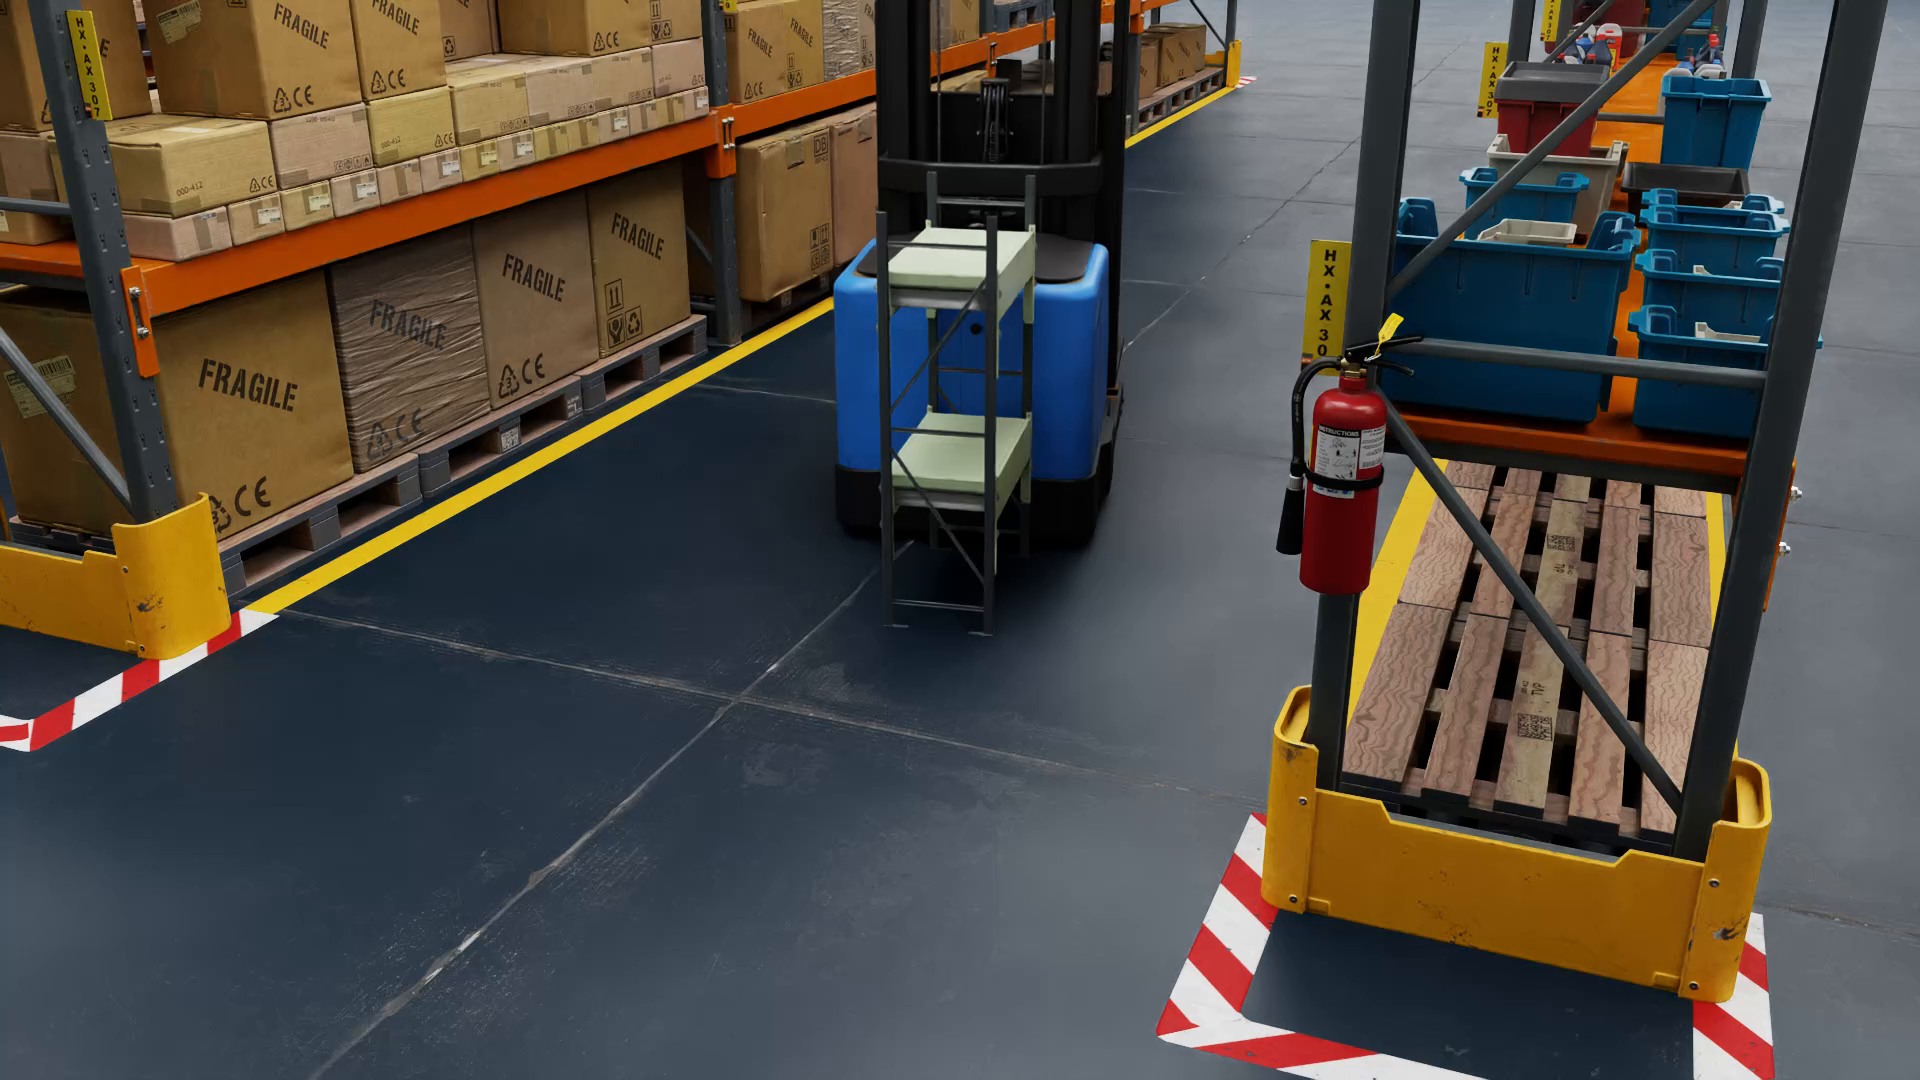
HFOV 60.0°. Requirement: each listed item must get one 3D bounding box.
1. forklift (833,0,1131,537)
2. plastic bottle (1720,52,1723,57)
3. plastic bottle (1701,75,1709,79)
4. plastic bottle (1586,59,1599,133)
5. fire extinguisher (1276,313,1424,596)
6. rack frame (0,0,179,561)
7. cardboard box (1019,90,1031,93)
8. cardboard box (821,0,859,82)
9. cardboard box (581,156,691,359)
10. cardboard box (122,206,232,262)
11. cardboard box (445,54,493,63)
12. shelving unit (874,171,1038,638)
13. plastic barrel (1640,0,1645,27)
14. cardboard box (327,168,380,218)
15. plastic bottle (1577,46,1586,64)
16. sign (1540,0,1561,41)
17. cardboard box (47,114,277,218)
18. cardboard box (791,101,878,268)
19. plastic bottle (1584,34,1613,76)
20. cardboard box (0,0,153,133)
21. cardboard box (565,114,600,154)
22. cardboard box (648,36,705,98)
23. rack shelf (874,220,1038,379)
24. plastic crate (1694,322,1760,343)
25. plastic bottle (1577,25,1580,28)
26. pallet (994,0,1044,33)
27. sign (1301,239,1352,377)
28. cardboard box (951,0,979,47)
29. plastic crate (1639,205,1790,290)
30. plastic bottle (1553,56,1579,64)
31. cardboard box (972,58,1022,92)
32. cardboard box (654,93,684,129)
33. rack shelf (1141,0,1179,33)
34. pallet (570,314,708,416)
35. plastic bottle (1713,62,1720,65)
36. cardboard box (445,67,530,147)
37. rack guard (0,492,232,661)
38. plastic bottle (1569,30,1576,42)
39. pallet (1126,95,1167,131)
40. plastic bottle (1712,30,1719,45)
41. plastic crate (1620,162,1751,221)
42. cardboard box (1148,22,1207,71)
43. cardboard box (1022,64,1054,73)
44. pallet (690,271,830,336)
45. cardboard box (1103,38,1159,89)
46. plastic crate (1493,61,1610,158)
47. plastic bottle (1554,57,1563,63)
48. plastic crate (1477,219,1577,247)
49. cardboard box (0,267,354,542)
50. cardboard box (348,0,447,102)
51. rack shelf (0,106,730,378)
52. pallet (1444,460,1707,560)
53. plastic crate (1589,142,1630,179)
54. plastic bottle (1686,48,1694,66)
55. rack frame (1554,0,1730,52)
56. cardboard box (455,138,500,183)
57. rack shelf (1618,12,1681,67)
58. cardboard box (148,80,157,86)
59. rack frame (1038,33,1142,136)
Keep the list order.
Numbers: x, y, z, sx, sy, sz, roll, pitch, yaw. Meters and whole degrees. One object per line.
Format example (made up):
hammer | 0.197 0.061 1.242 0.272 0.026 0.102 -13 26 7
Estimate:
forklift | 0.214 -1.896 7.487 1.130 2.935 3.031 3 23 7
plastic bottle | 4.067 -2.484 8.956 0.061 0.283 0.133 9 24 20
plastic bottle | 3.325 -1.906 7.486 0.144 0.351 0.185 9 24 20
plastic bottle | 3.050 -2.167 8.111 0.144 0.351 0.185 9 24 20
fire extinguisher | 0.914 -0.207 3.937 0.296 0.674 0.183 9 24 20
rack frame | -3.206 -1.113 5.522 1.000 3.000 0.127 9 24 20
cardboard box | 0.190 -3.468 13.833 0.700 0.500 0.500 7 24 16
cardboard box | -0.945 -3.078 10.097 0.500 0.500 0.500 8 24 19
cardboard box | -2.040 -1.533 8.739 0.875 0.875 0.875 9 24 20
cardboard box | -2.768 -1.076 5.761 0.380 0.149 0.250 9 24 21
cardboard box | -2.515 -2.118 7.737 0.500 0.250 0.500 9 24 21
shelving unit | 0.000 -0.501 6.004 0.431 1.500 0.755 5 23 11
plastic barrel | 4.548 -3.717 11.611 0.421 0.512 0.421 0 23 0
cardboard box | -2.483 -1.354 6.425 0.380 0.149 0.250 8 24 19
plastic bottle | 3.388 -2.604 9.254 0.152 0.276 0.135 9 24 20
sign | 3.851 -3.418 10.829 0.100 0.325 0.005 9 24 20
cardboard box | -2.777 -1.314 5.812 0.500 0.250 0.500 8 24 19
cardboard box | -1.170 -2.309 10.598 1.225 0.875 0.875 8 24 18
plastic bottle | 3.516 -2.608 9.167 0.144 0.351 0.185 9 24 20
cardboard box | -3.269 -1.739 5.856 0.500 0.500 0.500 9 24 21
cardboard box | -1.911 -1.904 7.742 0.380 0.149 0.250 9 24 21
cardboard box | -1.641 -2.416 8.452 0.500 0.250 0.500 8 24 19
rack shelf | 0.000 -0.861 5.854 0.431 0.370 0.720 5 23 11
plastic crate | 1.986 -0.454 4.208 0.250 0.136 0.298 9 24 20
plastic bottle | 3.835 -3.061 10.353 0.097 0.271 0.097 0 23 0
pallet | -0.069 -4.157 13.060 1.213 0.211 1.003 9 24 20
sign | 0.876 -0.552 3.967 0.100 0.325 0.005 9 24 20
cardboard box | -0.188 -3.809 11.849 0.500 0.500 0.500 10 25 22
plastic crate | 2.279 -0.866 5.072 0.416 0.233 0.300 9 24 20
plastic bottle | 3.184 -2.407 8.782 0.152 0.276 0.135 9 24 20
cardboard box | 0.174 -3.806 13.670 0.500 0.250 0.500 12 25 26
cardboard box | -1.625 -2.180 8.402 0.380 0.149 0.250 9 24 21
rack shelf | 1.994 -5.791 17.654 1.077 0.370 4.000 9 24 20
pallet | -2.076 -0.996 8.861 1.003 0.211 1.213 9 24 20
plastic bottle | 3.902 -2.339 8.624 0.097 0.271 0.097 0 23 0
cardboard box | -2.211 -1.867 7.138 0.500 0.250 0.500 8 24 19
rack guard | -3.215 0.049 5.983 1.175 0.500 0.348 9 24 20
plastic bottle | 3.639 -2.897 9.945 0.061 0.283 0.133 9 24 20
pallet | 1.468 -4.365 16.927 1.003 0.211 1.213 9 24 20
plastic bottle | 4.524 -2.924 10.010 0.061 0.283 0.133 9 24 20
plastic crate | 2.712 -1.297 6.241 0.437 0.125 0.590 9 24 20
cardboard box | 2.489 -5.658 19.101 0.500 0.500 0.500 14 26 30
cardboard box | 0.808 -4.072 15.279 0.700 0.500 0.500 9 24 20
pallet | -1.504 -1.544 10.173 1.003 0.211 1.213 9 24 20
cardboard box | 1.800 -5.024 17.584 0.500 0.500 0.500 7 24 15
plastic crate | 2.314 -1.608 6.548 0.402 0.464 0.583 9 24 20
plastic bottle | 2.916 -2.188 8.160 0.144 0.351 0.185 9 24 20
plastic crate | 1.822 -0.941 5.374 0.298 0.136 0.250 9 24 20
cardboard box | -3.043 -0.566 6.426 0.875 0.875 0.875 9 24 20
cardboard box | -2.405 -2.025 6.542 0.500 0.500 0.500 8 24 19
rack shelf | -2.463 -1.496 7.374 1.077 0.370 4.000 9 24 20
pallet | 2.641 -0.279 7.145 1.003 0.211 1.213 9 24 20
plastic crate | 2.573 -1.595 6.941 0.396 0.136 0.243 9 24 20
plastic bottle | 3.983 -2.552 9.119 0.061 0.283 0.133 9 24 20
rack frame | 4.364 -3.266 10.678 1.000 3.000 0.127 9 24 20
cardboard box | -2.198 -1.627 7.079 0.380 0.149 0.250 8 24 19
rack shelf | 5.107 -3.650 12.530 1.077 0.370 4.000 9 24 20
cardboard box | -5.860 -3.353 12.610 0.500 0.250 0.500 8 24 18
rack frame | 1.251 -5.407 15.802 1.000 3.000 0.127 9 24 20
